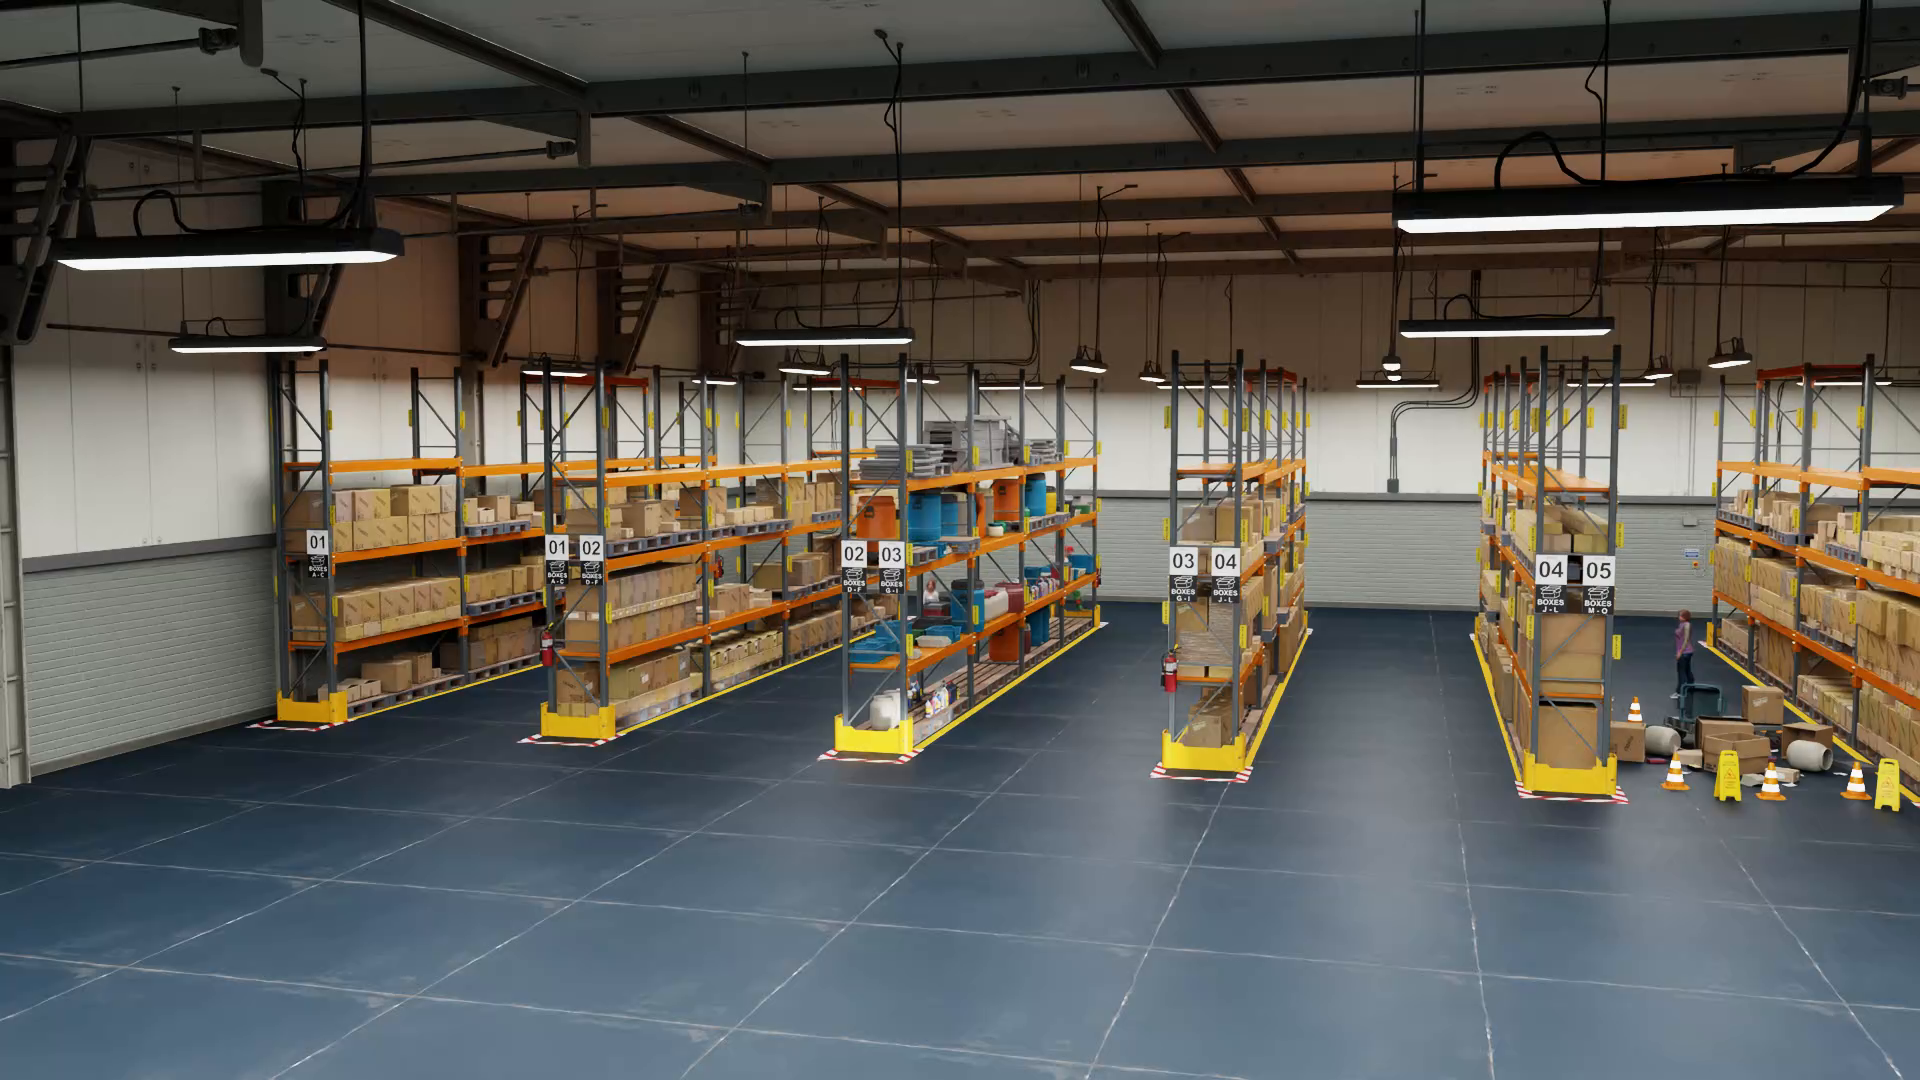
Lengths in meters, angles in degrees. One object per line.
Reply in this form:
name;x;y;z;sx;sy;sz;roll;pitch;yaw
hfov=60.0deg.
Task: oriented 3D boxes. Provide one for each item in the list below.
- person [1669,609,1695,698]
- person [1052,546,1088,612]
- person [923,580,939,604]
person;13.036;2.056;29.941;0.415;1.608;0.448;3;5;35
person;2.843;1.036;43.137;1.044;1.750;0.649;3;5;33
person;-0.637;1.639;35.897;0.434;1.551;0.805;1;4;13
